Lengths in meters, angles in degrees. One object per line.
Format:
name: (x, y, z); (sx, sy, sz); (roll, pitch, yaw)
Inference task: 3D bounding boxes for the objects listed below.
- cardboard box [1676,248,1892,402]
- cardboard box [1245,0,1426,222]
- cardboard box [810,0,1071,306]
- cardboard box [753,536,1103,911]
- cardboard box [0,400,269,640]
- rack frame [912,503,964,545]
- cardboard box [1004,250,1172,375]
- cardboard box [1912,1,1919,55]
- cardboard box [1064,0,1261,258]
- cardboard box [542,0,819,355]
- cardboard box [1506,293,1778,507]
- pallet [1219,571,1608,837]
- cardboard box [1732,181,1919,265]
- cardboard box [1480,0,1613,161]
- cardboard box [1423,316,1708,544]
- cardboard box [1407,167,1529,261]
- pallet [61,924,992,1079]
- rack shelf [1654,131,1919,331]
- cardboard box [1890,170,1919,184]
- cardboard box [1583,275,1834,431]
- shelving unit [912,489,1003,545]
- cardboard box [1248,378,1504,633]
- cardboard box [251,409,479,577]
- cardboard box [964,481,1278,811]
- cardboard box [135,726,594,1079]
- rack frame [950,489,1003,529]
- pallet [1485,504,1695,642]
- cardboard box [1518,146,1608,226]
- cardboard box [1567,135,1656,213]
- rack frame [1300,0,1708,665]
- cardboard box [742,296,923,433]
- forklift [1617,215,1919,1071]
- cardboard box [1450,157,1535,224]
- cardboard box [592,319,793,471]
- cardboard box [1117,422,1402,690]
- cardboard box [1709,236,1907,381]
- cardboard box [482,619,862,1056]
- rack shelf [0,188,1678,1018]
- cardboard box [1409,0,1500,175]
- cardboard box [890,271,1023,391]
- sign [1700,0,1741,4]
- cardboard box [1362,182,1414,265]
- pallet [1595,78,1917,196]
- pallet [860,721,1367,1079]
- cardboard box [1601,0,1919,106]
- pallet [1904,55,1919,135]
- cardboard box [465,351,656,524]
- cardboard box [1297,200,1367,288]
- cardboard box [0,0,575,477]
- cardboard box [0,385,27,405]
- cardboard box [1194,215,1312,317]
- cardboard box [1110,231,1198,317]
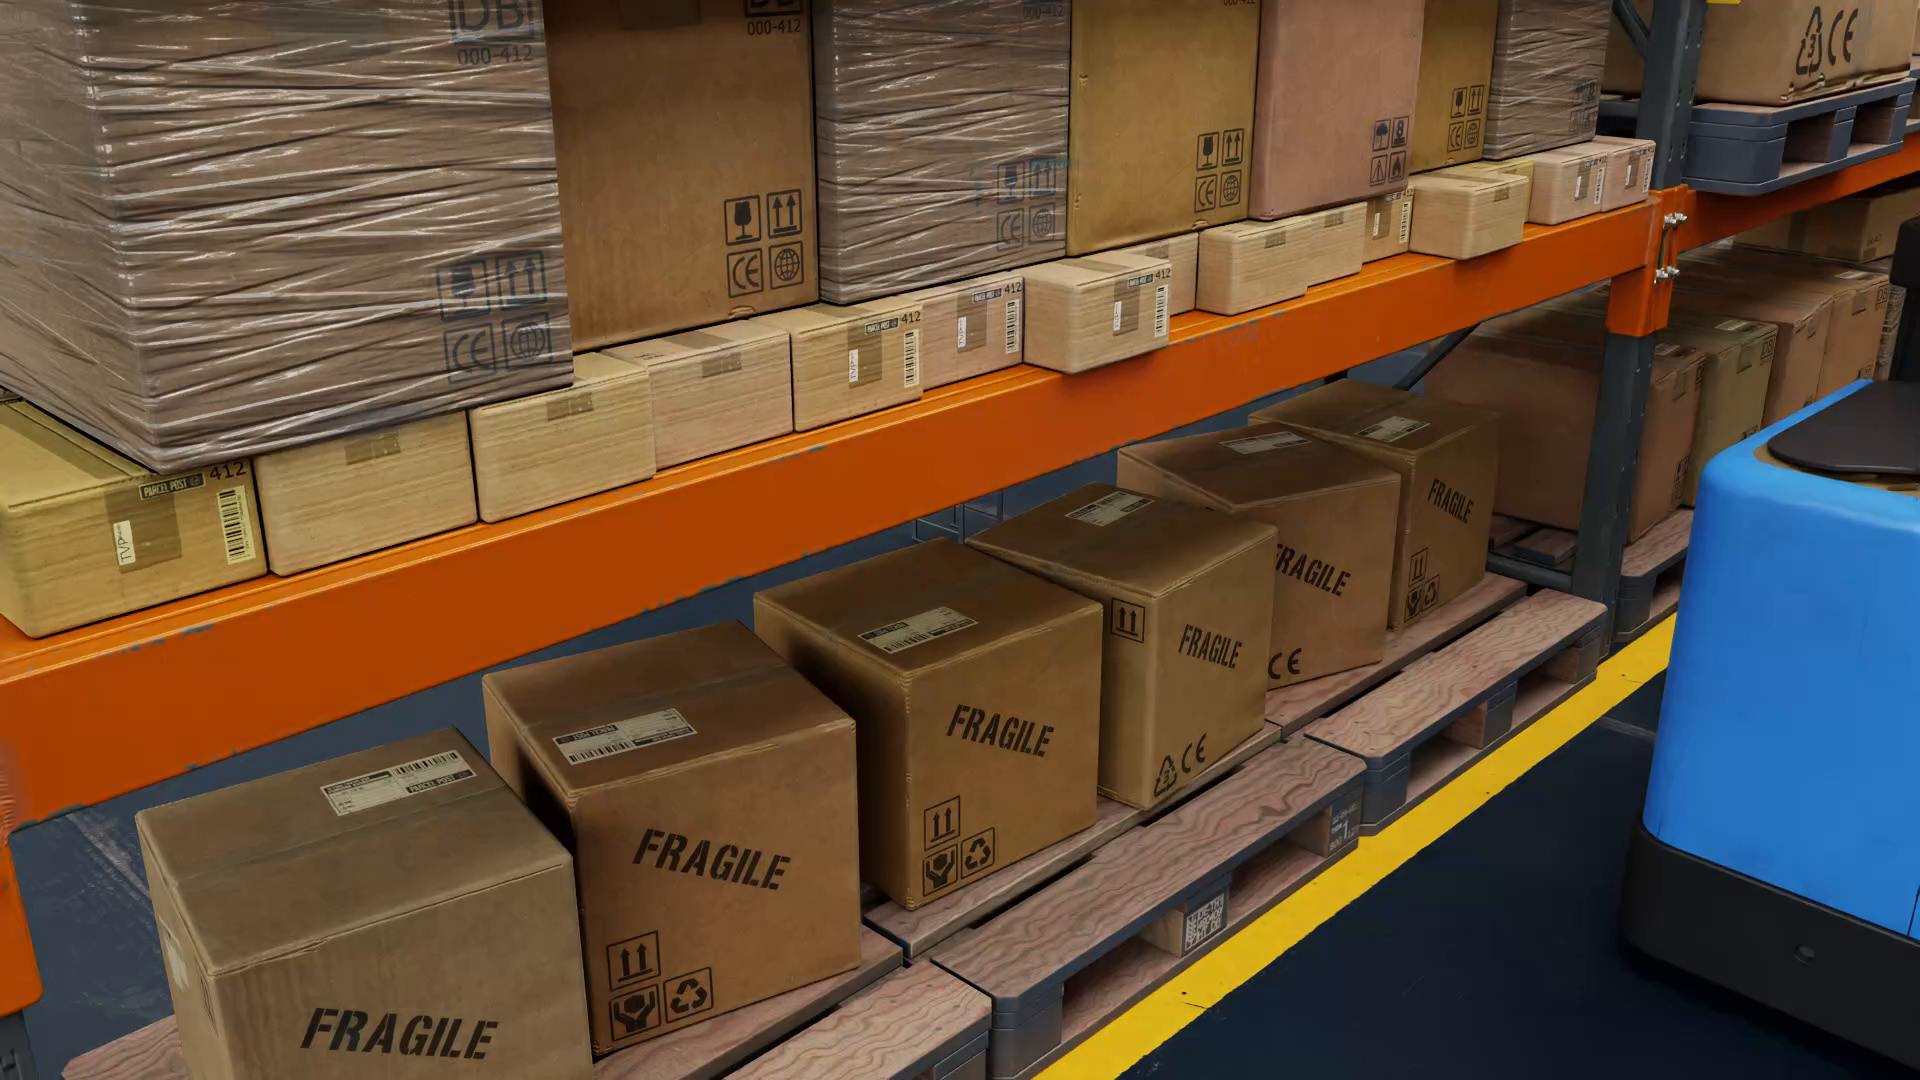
cardboard box: (3.004, -0.773, 6.275); (0.500, 0.500, 0.700); (-17, 27, -38)
cardboard box: (0.426, -0.988, 3.411); (0.875, 0.500, 0.500); (19, 28, 41)
cardboard box: (-0.310, -0.744, 2.776); (0.875, 0.500, 0.500); (19, 28, 41)
cardboard box: (-0.065, 0.348, 3.387); (0.500, 0.500, 0.500); (-17, 27, -37)
cardboard box: (-0.986, -0.044, 1.859); (0.380, 0.149, 0.250); (19, 28, 41)
rack frame: (-0.074, -0.533, 5.288); (0.240, 1.200, 0.006); (19, 28, 41)
cardboard box: (0.130, -0.406, 2.799); (0.380, 0.149, 0.250); (19, 28, 41)
cardboard box: (3.255, -1.842, 5.787); (0.396, 0.266, 0.258); (18, 28, 39)
cardboard box: (0.047, -0.870, 3.103); (0.875, 0.500, 0.500); (19, 28, 41)
cardboard box: (-0.690, -0.627, 2.470); (0.875, 0.500, 0.500); (19, 28, 41)
cardboard box: (2.225, -0.485, 5.527); (0.700, 0.500, 0.500); (19, 28, 40)
pallet: (0.991, 0.307, 4.482); (1.003, 0.211, 1.213); (19, 28, 41)
cardboard box: (3.416, -1.274, 6.535); (0.500, 0.250, 0.500); (-16, 26, -36)
cardboard box: (1.076, -1.262, 4.122); (0.875, 0.500, 0.500); (19, 28, 41)
cardboard box: (1.878, -0.367, 5.220); (0.700, 0.500, 0.500); (17, 27, 37)
cardboard box: (1.002, -0.727, 3.635); (0.380, 0.149, 0.250); (19, 28, 41)
pallet: (-0.711, 0.934, 2.850); (1.003, 0.211, 1.213); (19, 28, 41)
rack shelf: (2.830, -1.355, 5.921); (1.077, 0.370, 4.000); (19, 28, 41)
cardboard box: (3.779, -1.413, 6.896); (0.500, 0.250, 0.500); (-19, 28, -40)
cardboard box: (2.615, -0.629, 5.901); (0.700, 0.500, 0.500); (16, 26, 36)
shelving unit: (-0.010, -0.556, 5.350); (0.258, 1.200, 0.189); (19, 28, 41)
cardboard box: (1.127, -0.113, 4.586); (0.500, 0.500, 0.500); (18, 28, 39)
cardboard box: (-0.798, -0.104, 2.014); (0.380, 0.149, 0.250); (19, 28, 41)
cardboard box: (0.356, 0.216, 3.731); (0.500, 0.500, 0.500); (16, 26, 36)
cardboard box: (-0.908, 0.666, 2.559); (0.500, 0.500, 0.500); (-14, 25, -32)
rack frame: (0.054, -0.580, 5.411); (0.240, 1.200, 0.006); (19, 28, 41)
pallet: (1.977, -0.075, 5.476); (1.003, 0.211, 1.213); (19, 28, 41)
cardboard box: (1.314, -0.868, 4.003); (0.380, 0.149, 0.250); (19, 28, 41)
cardboard box: (1.495, -0.930, 4.164); (0.380, 0.149, 0.250); (19, 28, 41)
rack frame: (1.435, -1.176, 4.454); (1.000, 3.000, 0.127); (19, 28, 41)
cardboard box: (-0.274, -0.296, 2.515); (0.380, 0.149, 0.250); (19, 28, 41)
forklift: (2.723, -0.763, 3.474); (3.031, 2.935, 1.130); (-20, 28, -41)
cardboard box: (1.097, -0.819, 3.875); (0.380, 0.149, 0.250); (19, 28, 41)
cardboard box: (-0.453, -0.234, 2.352); (0.380, 0.149, 0.250); (19, 28, 41)
cardboard box: (0.733, 0.036, 4.198); (0.500, 0.500, 0.500); (-11, 23, -25)
cardboard box: (3.394, -0.920, 6.658); (0.700, 0.500, 0.500); (16, 26, 36)
cardboard box: (-0.516, 0.504, 2.981); (0.500, 0.500, 0.500); (-12, 24, -28)
rack shelf: (0.039, -0.326, 3.245); (1.077, 0.370, 4.000); (19, 28, 41)
cardboard box: (0.702, -1.142, 3.811); (0.875, 0.500, 0.500); (19, 28, 41)
cardboard box: (-0.119, -0.367, 2.700); (0.380, 0.149, 0.250); (19, 28, 41)
sign: (1.829, -1.447, 3.950); (0.100, 0.325, 0.005); (19, 28, 41)
cardboard box: (0.733, -0.696, 3.554); (0.380, 0.149, 0.250); (19, 28, 41)
pallet: (2.072, -1.247, 4.905); (1.003, 0.211, 1.213); (19, 28, 41)
pallet: (0.140, 0.622, 3.662); (1.003, 0.211, 1.213); (19, 28, 41)
cardboard box: (2.089, -1.822, 4.711); (1.000, 1.000, 1.000); (19, 28, 41)
pallet: (2.873, -1.596, 5.813); (1.003, 0.211, 1.213); (19, 28, 41)
cardboard box: (-0.613, -0.164, 2.171); (0.380, 0.149, 0.250); (19, 28, 41)
cardboard box: (0.588, -0.621, 3.360); (0.380, 0.149, 0.250); (19, 28, 41)
cardboard box: (-0.952, -0.468, 2.057); (0.875, 0.500, 0.500); (19, 28, 41)
cardboard box: (-1.305, -0.156, 2.149); (0.380, 0.149, 0.250); (19, 28, 41)
cardboard box: (0.438, -0.548, 3.170); (0.380, 0.149, 0.250); (19, 28, 41)
cardboard box: (0.209, -0.503, 3.053); (0.380, 0.149, 0.250); (19, 28, 41)
